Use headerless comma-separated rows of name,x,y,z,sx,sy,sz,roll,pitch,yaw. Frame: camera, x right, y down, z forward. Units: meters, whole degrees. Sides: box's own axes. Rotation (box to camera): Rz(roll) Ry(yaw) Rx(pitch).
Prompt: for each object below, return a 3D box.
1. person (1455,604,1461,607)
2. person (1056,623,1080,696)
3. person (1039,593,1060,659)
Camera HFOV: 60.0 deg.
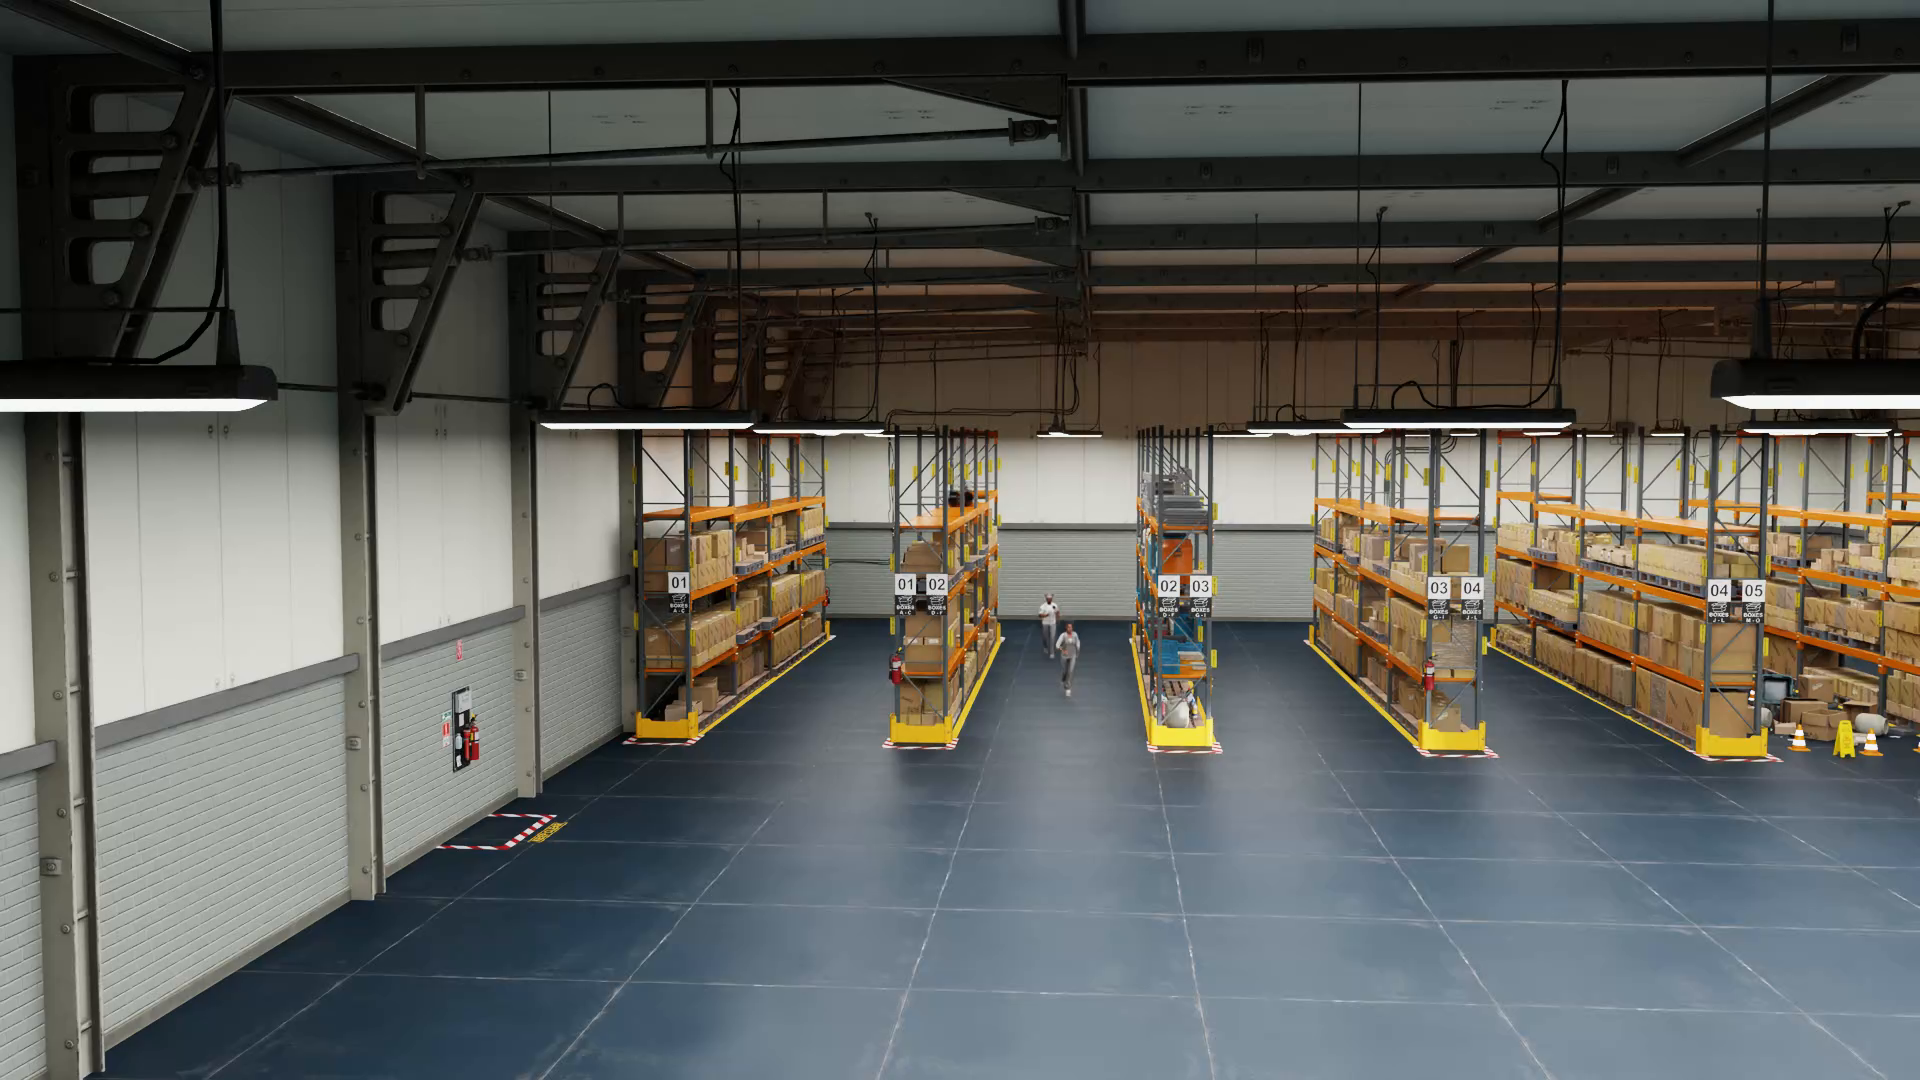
person,13.573,2.170,44.508,0.710,1.815,0.906,1,4,15
person,2.394,2.607,36.792,0.566,1.589,0.869,0,3,-8
person,2.350,2.228,43.727,0.575,1.685,0.938,0,3,0
